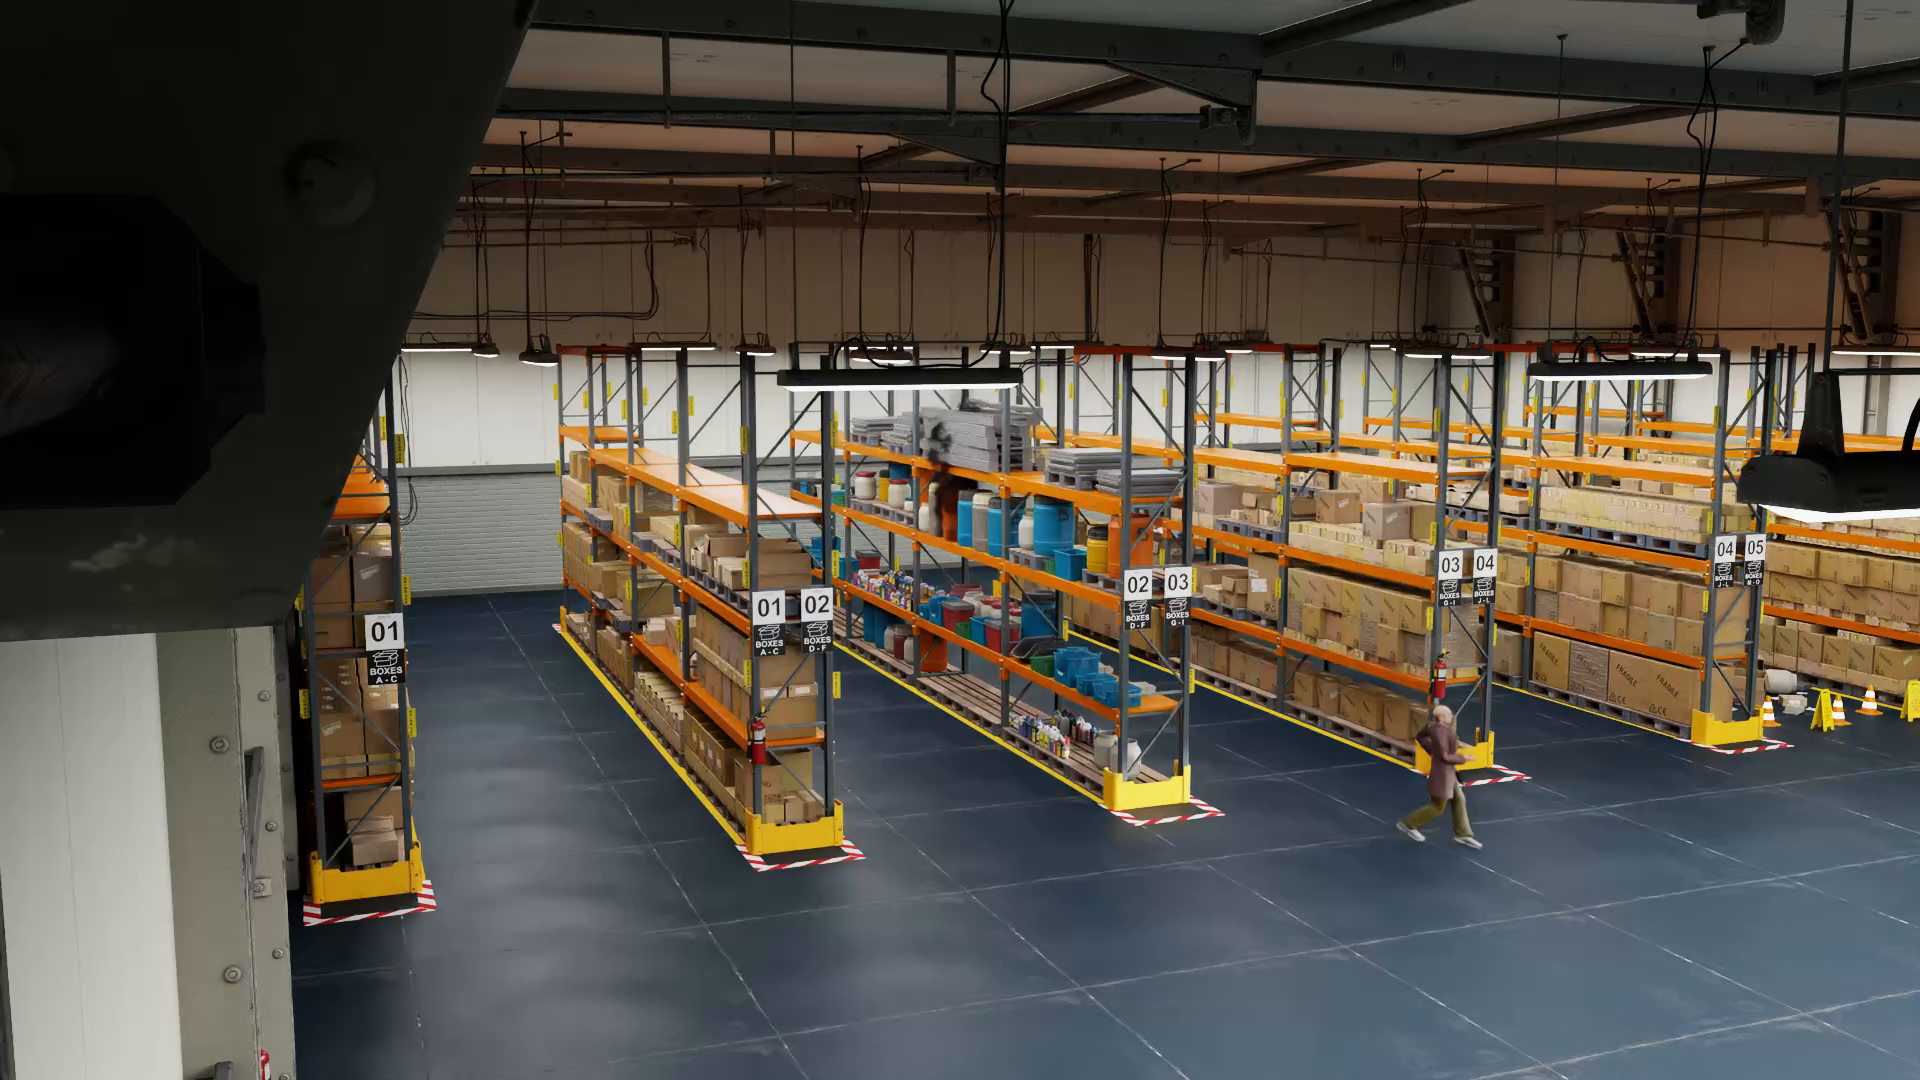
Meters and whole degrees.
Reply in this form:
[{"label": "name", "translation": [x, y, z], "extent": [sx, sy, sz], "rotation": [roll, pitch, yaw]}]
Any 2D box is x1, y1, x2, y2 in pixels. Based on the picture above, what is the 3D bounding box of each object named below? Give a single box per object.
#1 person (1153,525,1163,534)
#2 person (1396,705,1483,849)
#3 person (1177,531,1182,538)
[{"label": "person", "translation": [4.782, 0.305, 40.720], "extent": [0.685, 1.776, 0.797], "rotation": [5, 9, 32]}, {"label": "person", "translation": [5.882, 2.888, 20.304], "extent": [1.055, 1.790, 0.719], "rotation": [1, 7, 11]}, {"label": "person", "translation": [5.514, 0.224, 41.666], "extent": [0.849, 1.612, 0.617], "rotation": [4, 8, 29]}]
